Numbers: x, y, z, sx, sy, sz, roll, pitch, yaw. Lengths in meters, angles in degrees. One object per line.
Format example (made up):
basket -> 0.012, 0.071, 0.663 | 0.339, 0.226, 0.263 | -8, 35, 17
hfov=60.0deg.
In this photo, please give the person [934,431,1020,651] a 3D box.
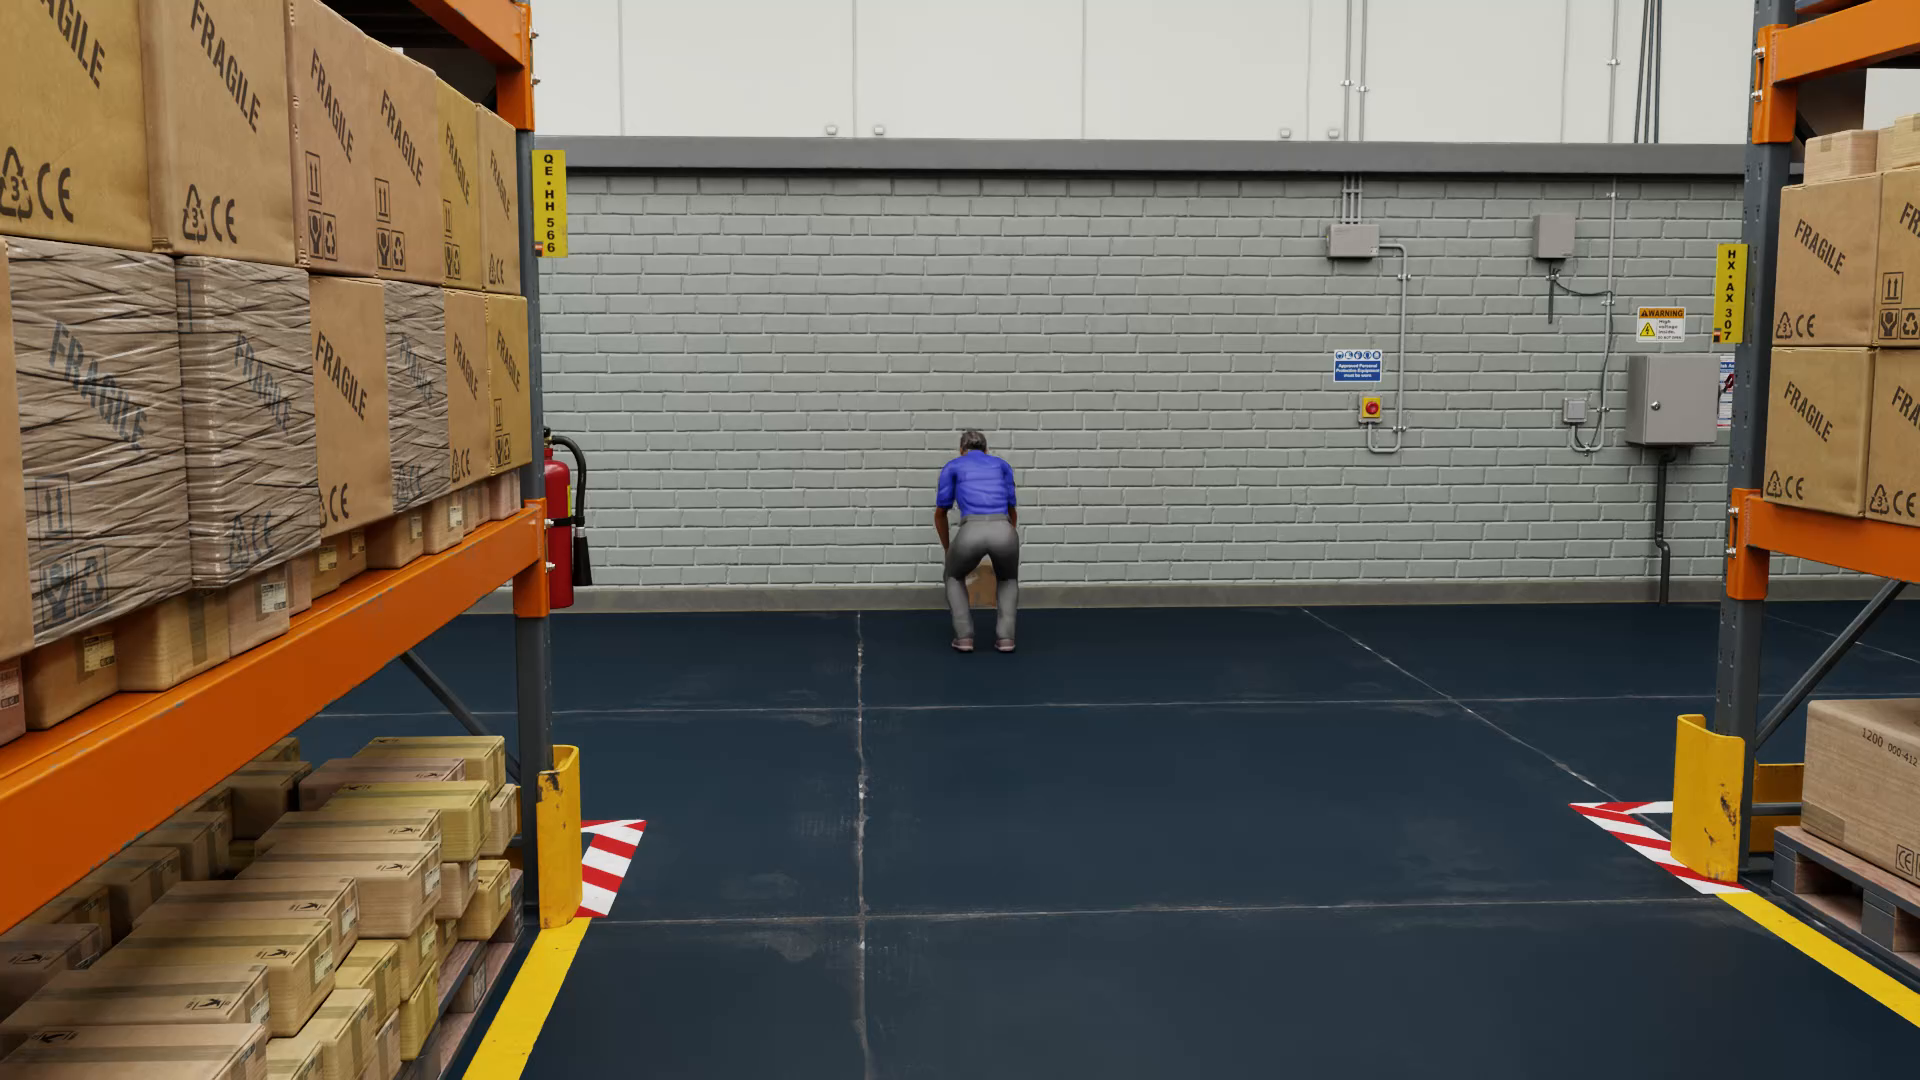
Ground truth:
person -> 0.101, 0.010, 9.784 | 0.498, 1.280, 0.682 | 0, 7, -4
